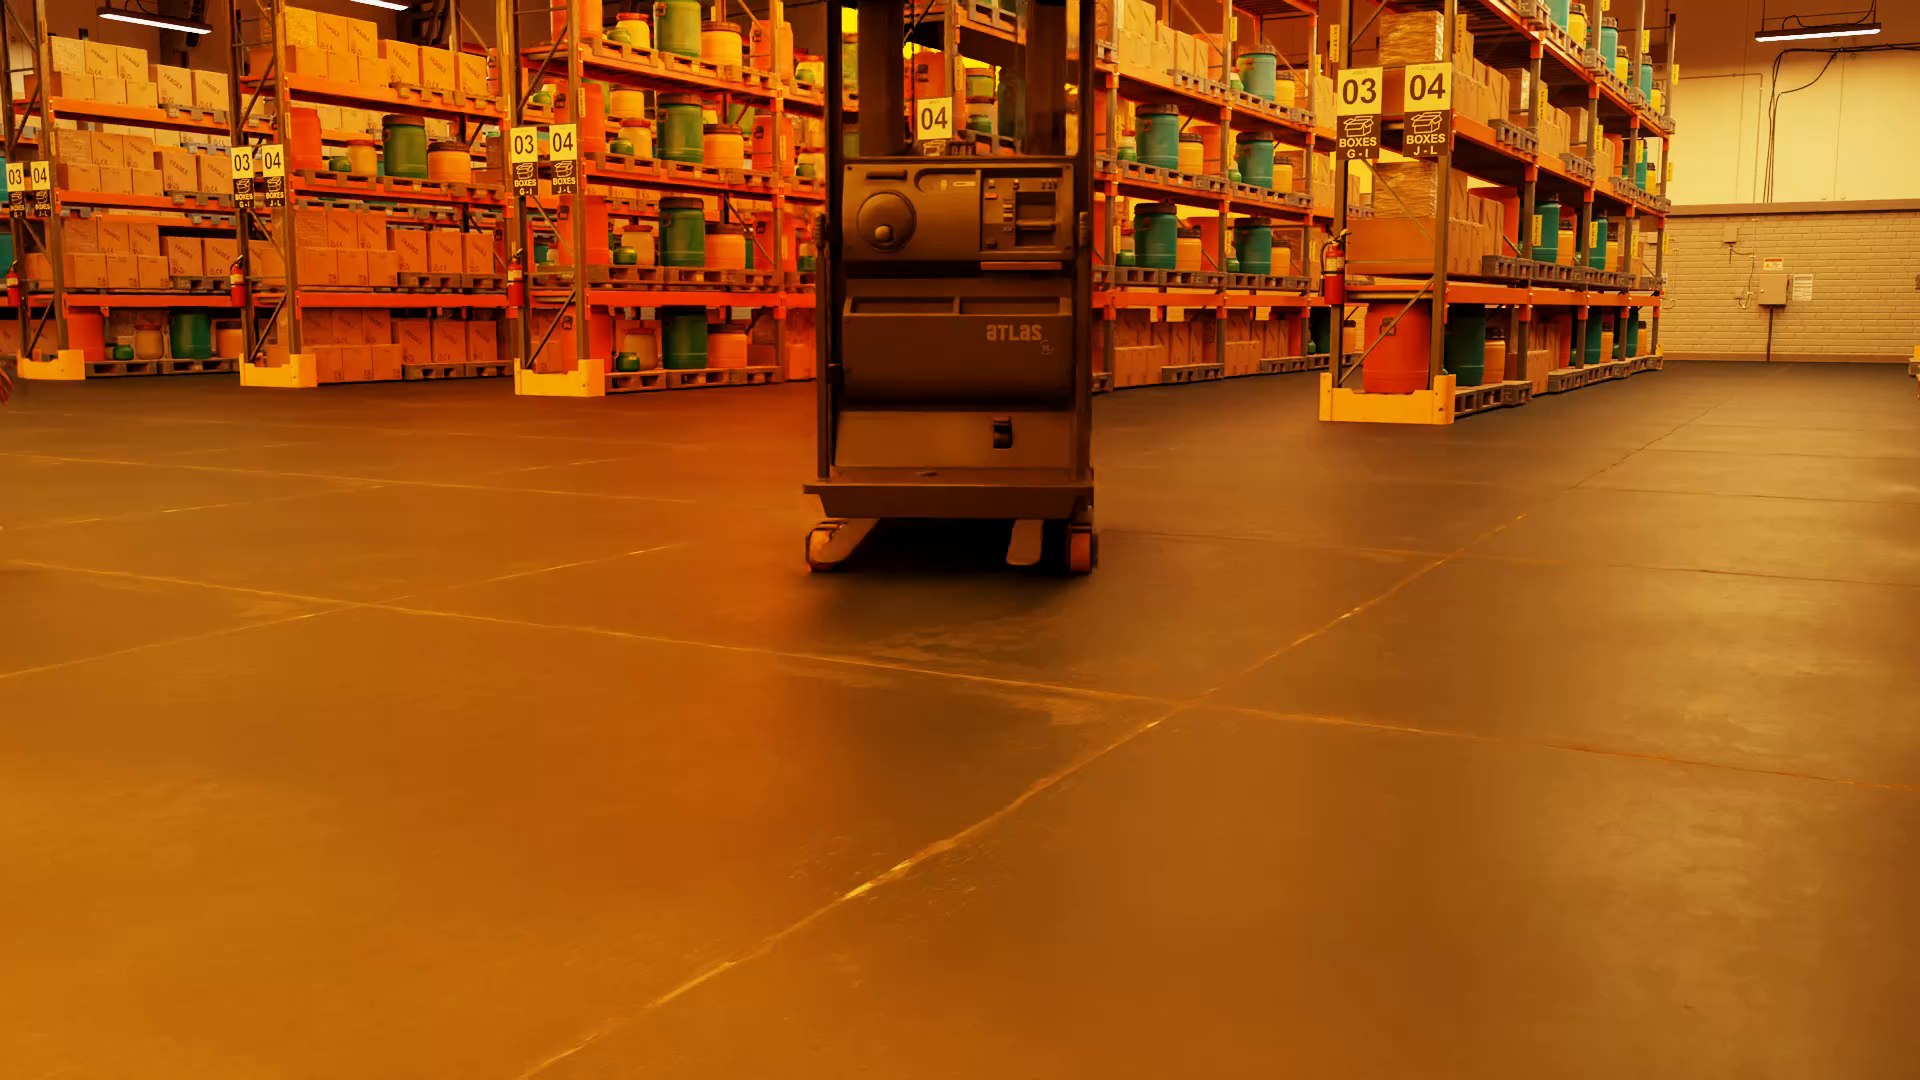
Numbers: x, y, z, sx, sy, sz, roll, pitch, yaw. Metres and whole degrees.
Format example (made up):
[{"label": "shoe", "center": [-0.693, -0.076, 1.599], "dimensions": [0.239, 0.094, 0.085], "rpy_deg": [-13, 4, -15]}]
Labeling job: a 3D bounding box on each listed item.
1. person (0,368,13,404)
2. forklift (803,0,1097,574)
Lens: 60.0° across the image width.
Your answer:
[{"label": "person", "center": [-3.879, -0.615, 5.997], "dimensions": [0.556, 1.593, 0.668], "rpy_deg": [6, 10, 37]}, {"label": "forklift", "center": [-0.018, -1.366, 6.490], "dimensions": [1.130, 2.935, 3.031], "rpy_deg": [0, 8, 3]}]
